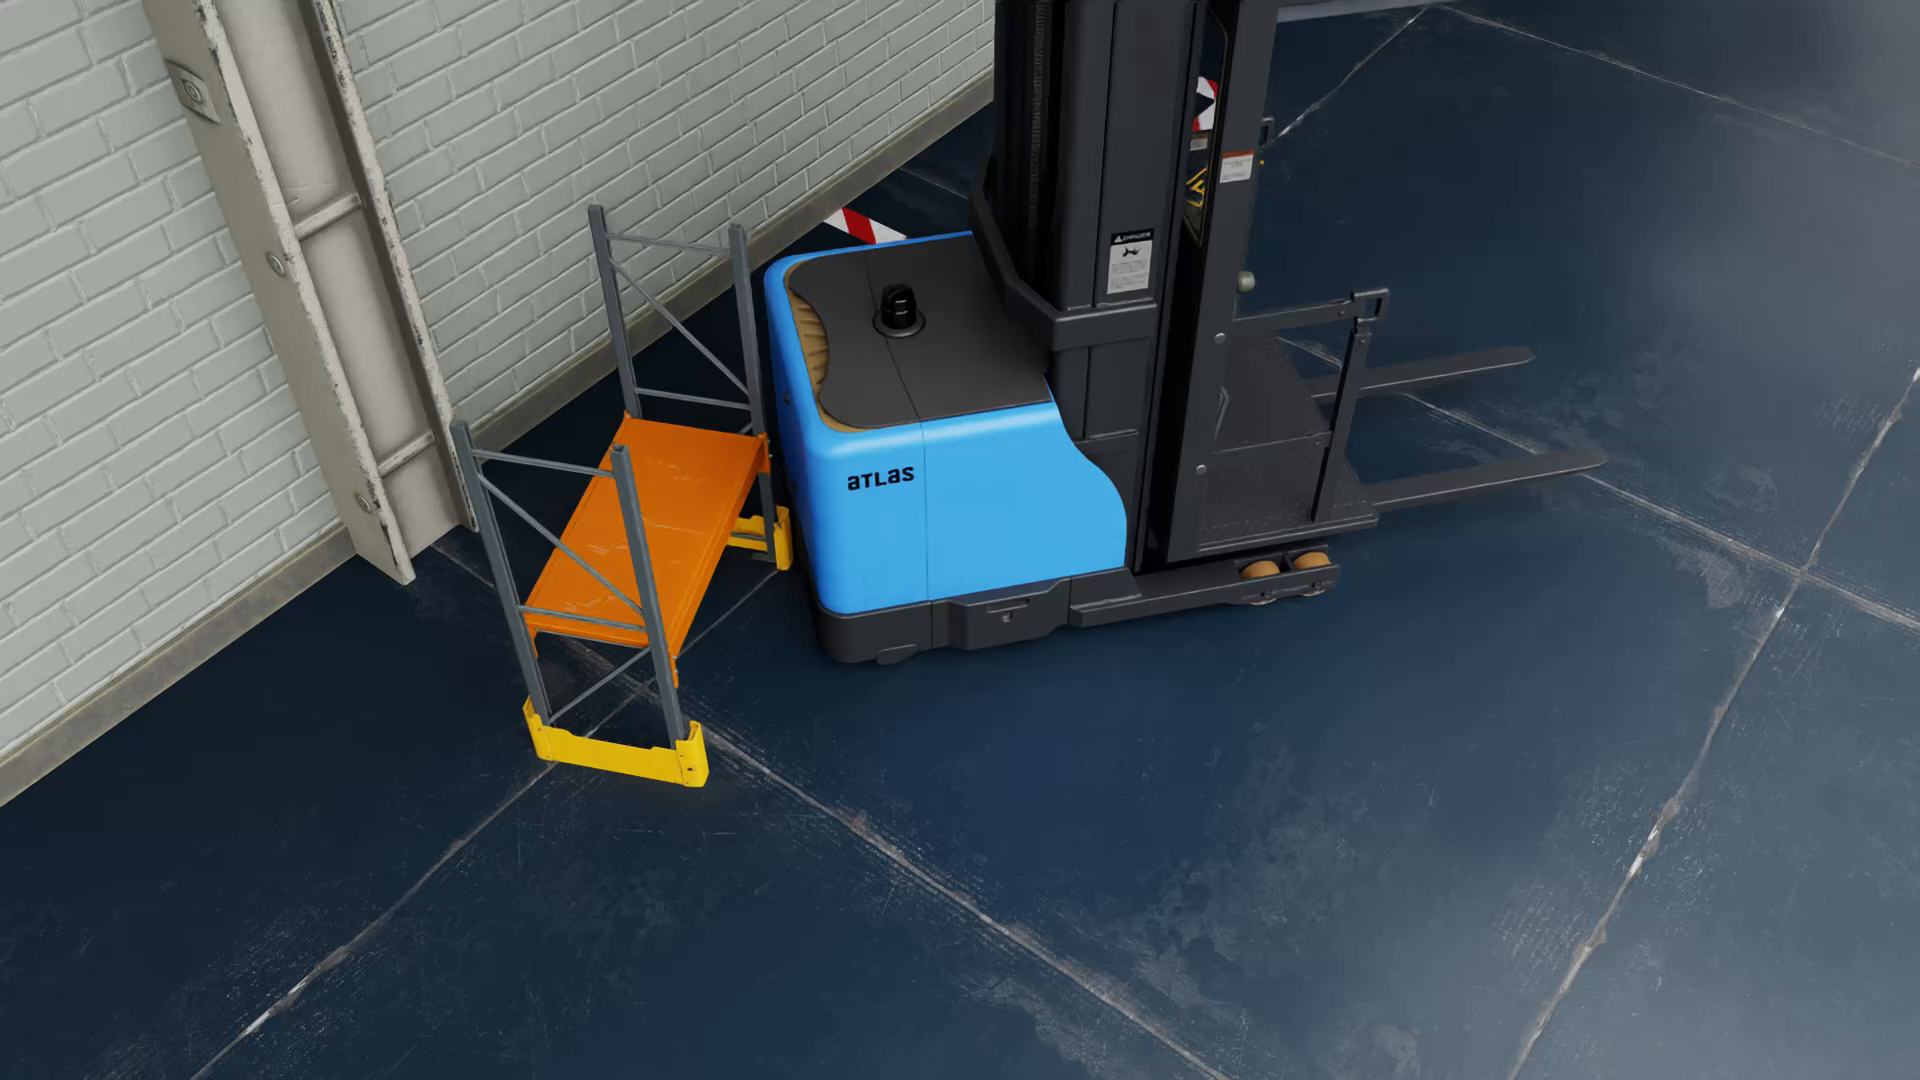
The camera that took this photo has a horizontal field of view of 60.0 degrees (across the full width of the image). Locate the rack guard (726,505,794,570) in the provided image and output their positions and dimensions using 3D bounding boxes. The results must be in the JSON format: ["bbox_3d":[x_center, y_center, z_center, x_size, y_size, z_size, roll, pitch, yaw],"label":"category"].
[{"bbox_3d":[-0.909,-0.046,6.121,0.587,0.250,0.087,9,47,9],"label":"rack guard"}]

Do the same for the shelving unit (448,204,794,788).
[{"bbox_3d":[-1.017,-0.127,5.334,0.587,1.500,1.083,9,47,9],"label":"shelving unit"}]

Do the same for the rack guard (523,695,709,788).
[{"bbox_3d":[-1.124,0.657,5.450,0.587,0.250,0.087,9,47,9],"label":"rack guard"}]

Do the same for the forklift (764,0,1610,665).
[{"bbox_3d":[0.888,-1.141,5.313,3.031,2.935,1.130,-10,47,-9],"label":"forklift"}]

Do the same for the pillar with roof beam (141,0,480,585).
[{"bbox_3d":[1.372,-1.218,1.191,9.100,9.000,0.400,29,53,25],"label":"pillar with roof beam"}]

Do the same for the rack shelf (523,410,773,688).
[{"bbox_3d":[-1.019,0.004,5.458,0.538,0.185,1.000,9,47,9],"label":"rack shelf"}]

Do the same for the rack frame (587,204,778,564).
[{"bbox_3d":[-0.909,-0.479,5.670,0.500,1.500,0.032,9,47,9],"label":"rack frame"}]

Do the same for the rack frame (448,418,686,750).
[{"bbox_3d":[-1.128,0.239,4.985,0.500,1.500,0.032,9,47,9],"label":"rack frame"}]
